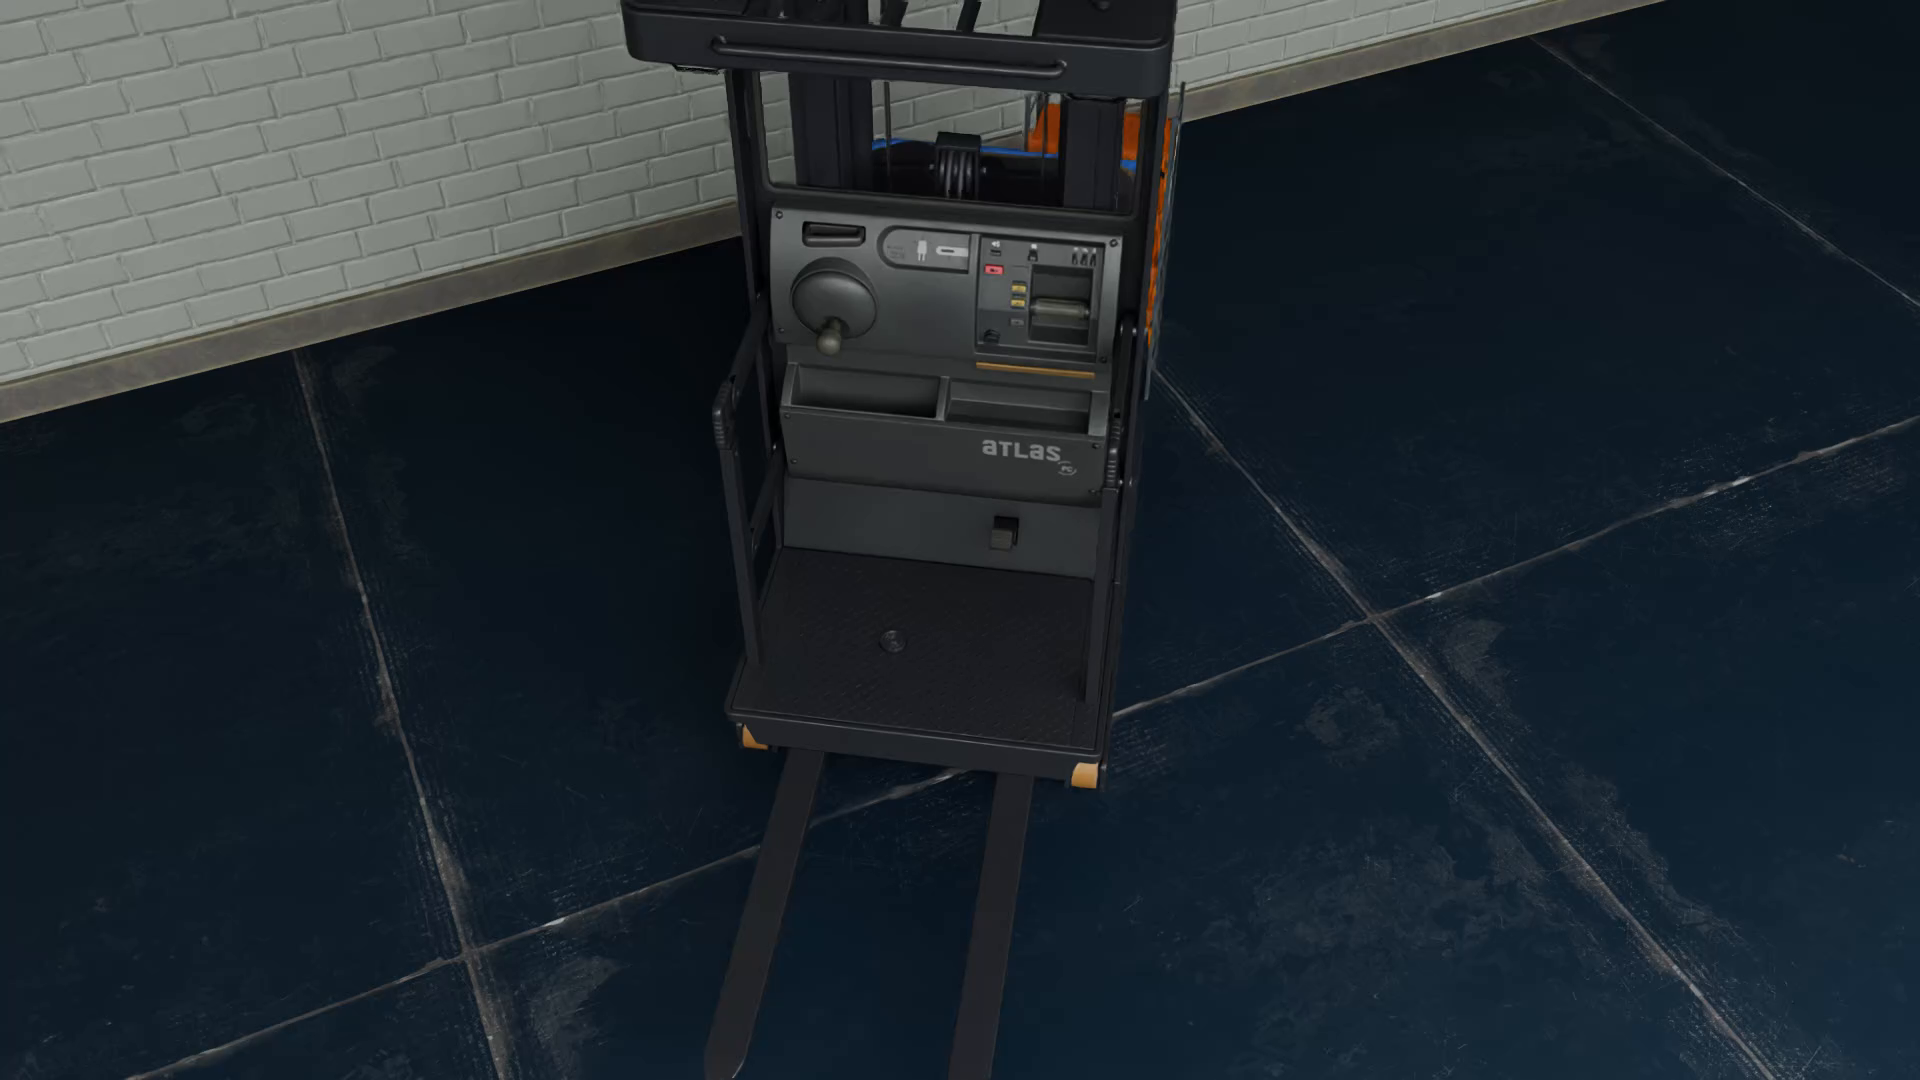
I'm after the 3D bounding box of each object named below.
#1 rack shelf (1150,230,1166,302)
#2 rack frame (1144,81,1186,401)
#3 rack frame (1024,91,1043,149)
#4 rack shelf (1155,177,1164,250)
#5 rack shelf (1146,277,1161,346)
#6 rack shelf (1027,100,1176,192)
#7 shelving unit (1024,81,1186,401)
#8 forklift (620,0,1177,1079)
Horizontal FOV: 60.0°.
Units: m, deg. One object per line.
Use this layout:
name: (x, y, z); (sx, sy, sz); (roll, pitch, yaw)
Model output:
rack shelf: (0.490, -1.027, 6.032); (0.480, 0.148, 0.258); (9, 45, 9)
rack frame: (0.728, -1.037, 5.946); (0.015, 1.200, 0.240); (9, 45, 9)
rack frame: (0.252, -1.114, 6.024); (0.015, 1.200, 0.240); (9, 45, 9)
rack shelf: (0.490, -1.187, 5.875); (0.480, 0.148, 0.258); (9, 45, 9)
rack shelf: (0.490, -0.886, 6.171); (0.480, 0.148, 0.258); (9, 45, 9)
rack shelf: (0.490, -1.355, 5.709); (0.480, 0.148, 0.258); (9, 45, 9)
shelving unit: (0.490, -1.075, 5.985); (0.503, 1.200, 0.258); (9, 45, 9)
forklift: (-0.073, -0.571, 4.242); (1.130, 2.935, 3.031); (6, 45, 6)
